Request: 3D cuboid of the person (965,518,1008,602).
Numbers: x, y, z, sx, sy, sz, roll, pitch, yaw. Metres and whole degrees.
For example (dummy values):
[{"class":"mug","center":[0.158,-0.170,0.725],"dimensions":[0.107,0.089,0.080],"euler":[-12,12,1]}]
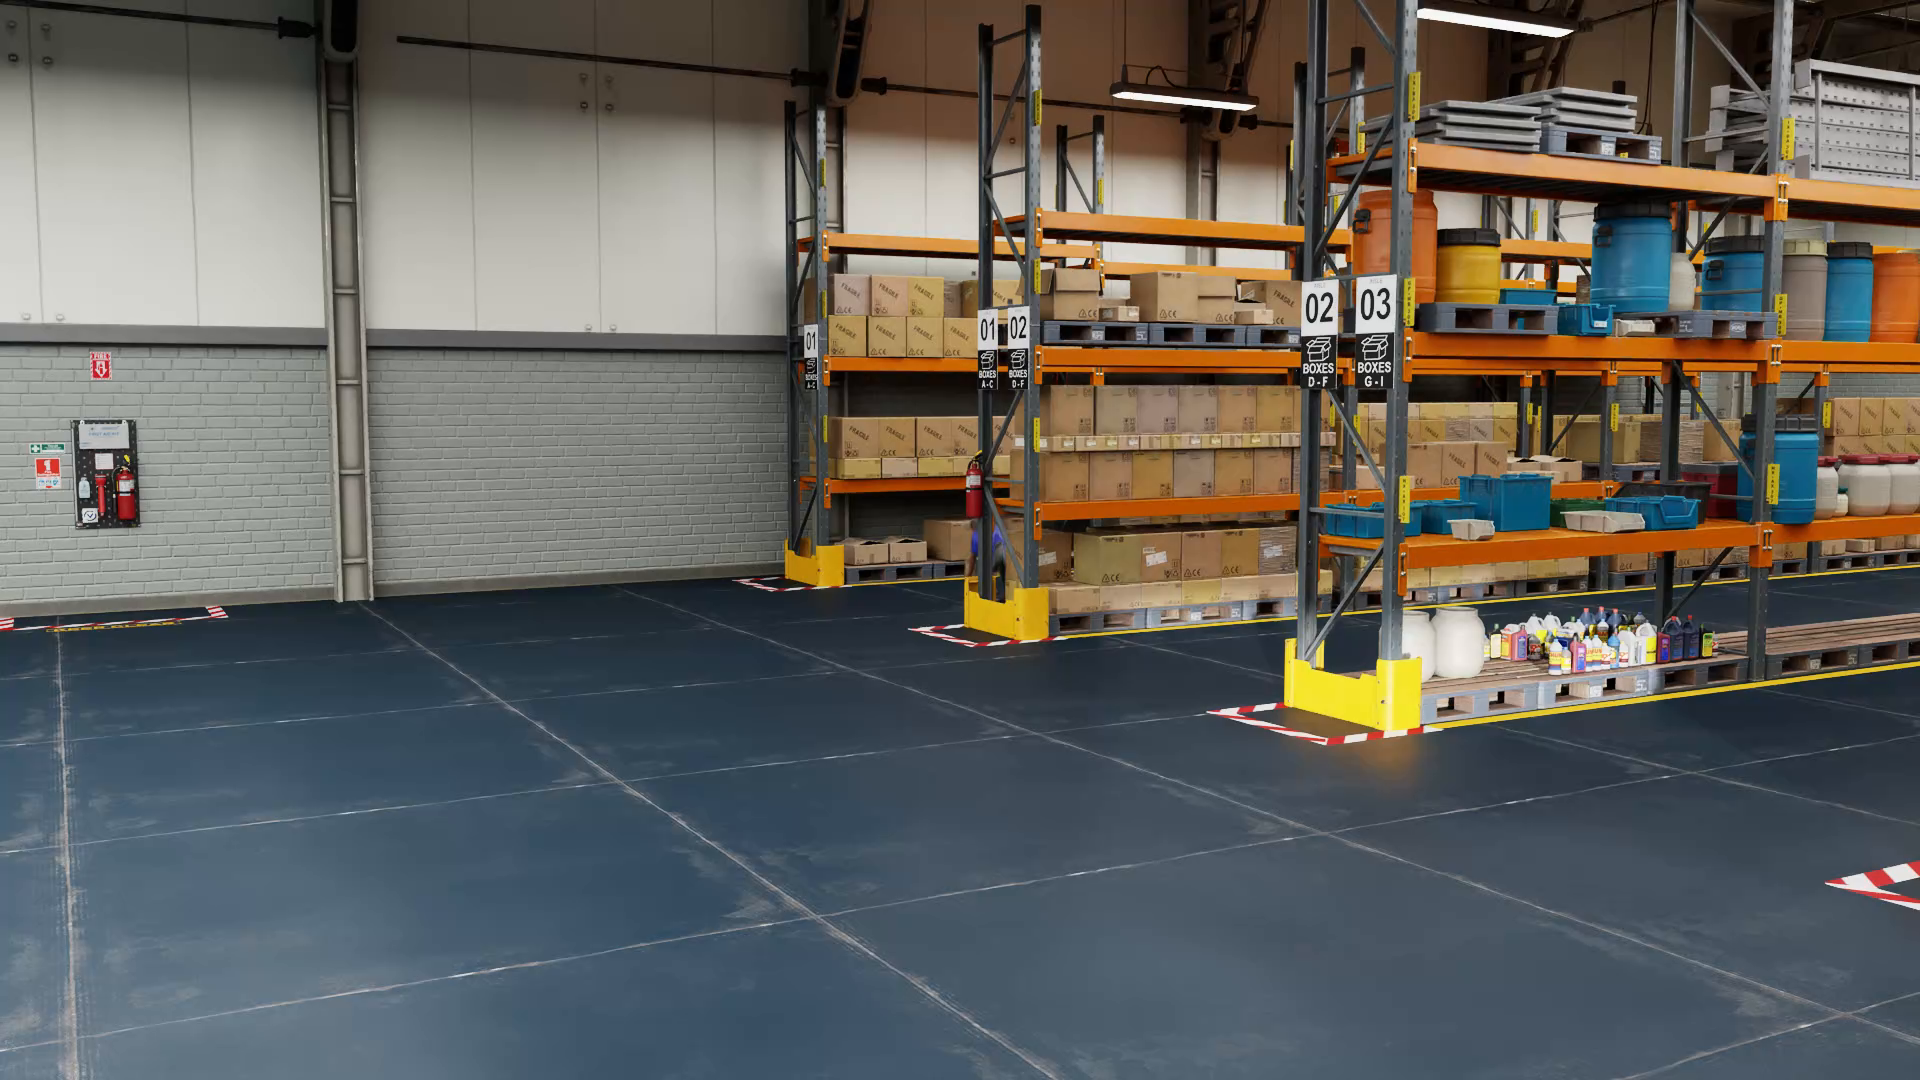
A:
[{"class":"person","center":[0.393,0.227,19.057],"dimensions":[0.454,0.941,0.856],"euler":[-3,6,-31]}]
